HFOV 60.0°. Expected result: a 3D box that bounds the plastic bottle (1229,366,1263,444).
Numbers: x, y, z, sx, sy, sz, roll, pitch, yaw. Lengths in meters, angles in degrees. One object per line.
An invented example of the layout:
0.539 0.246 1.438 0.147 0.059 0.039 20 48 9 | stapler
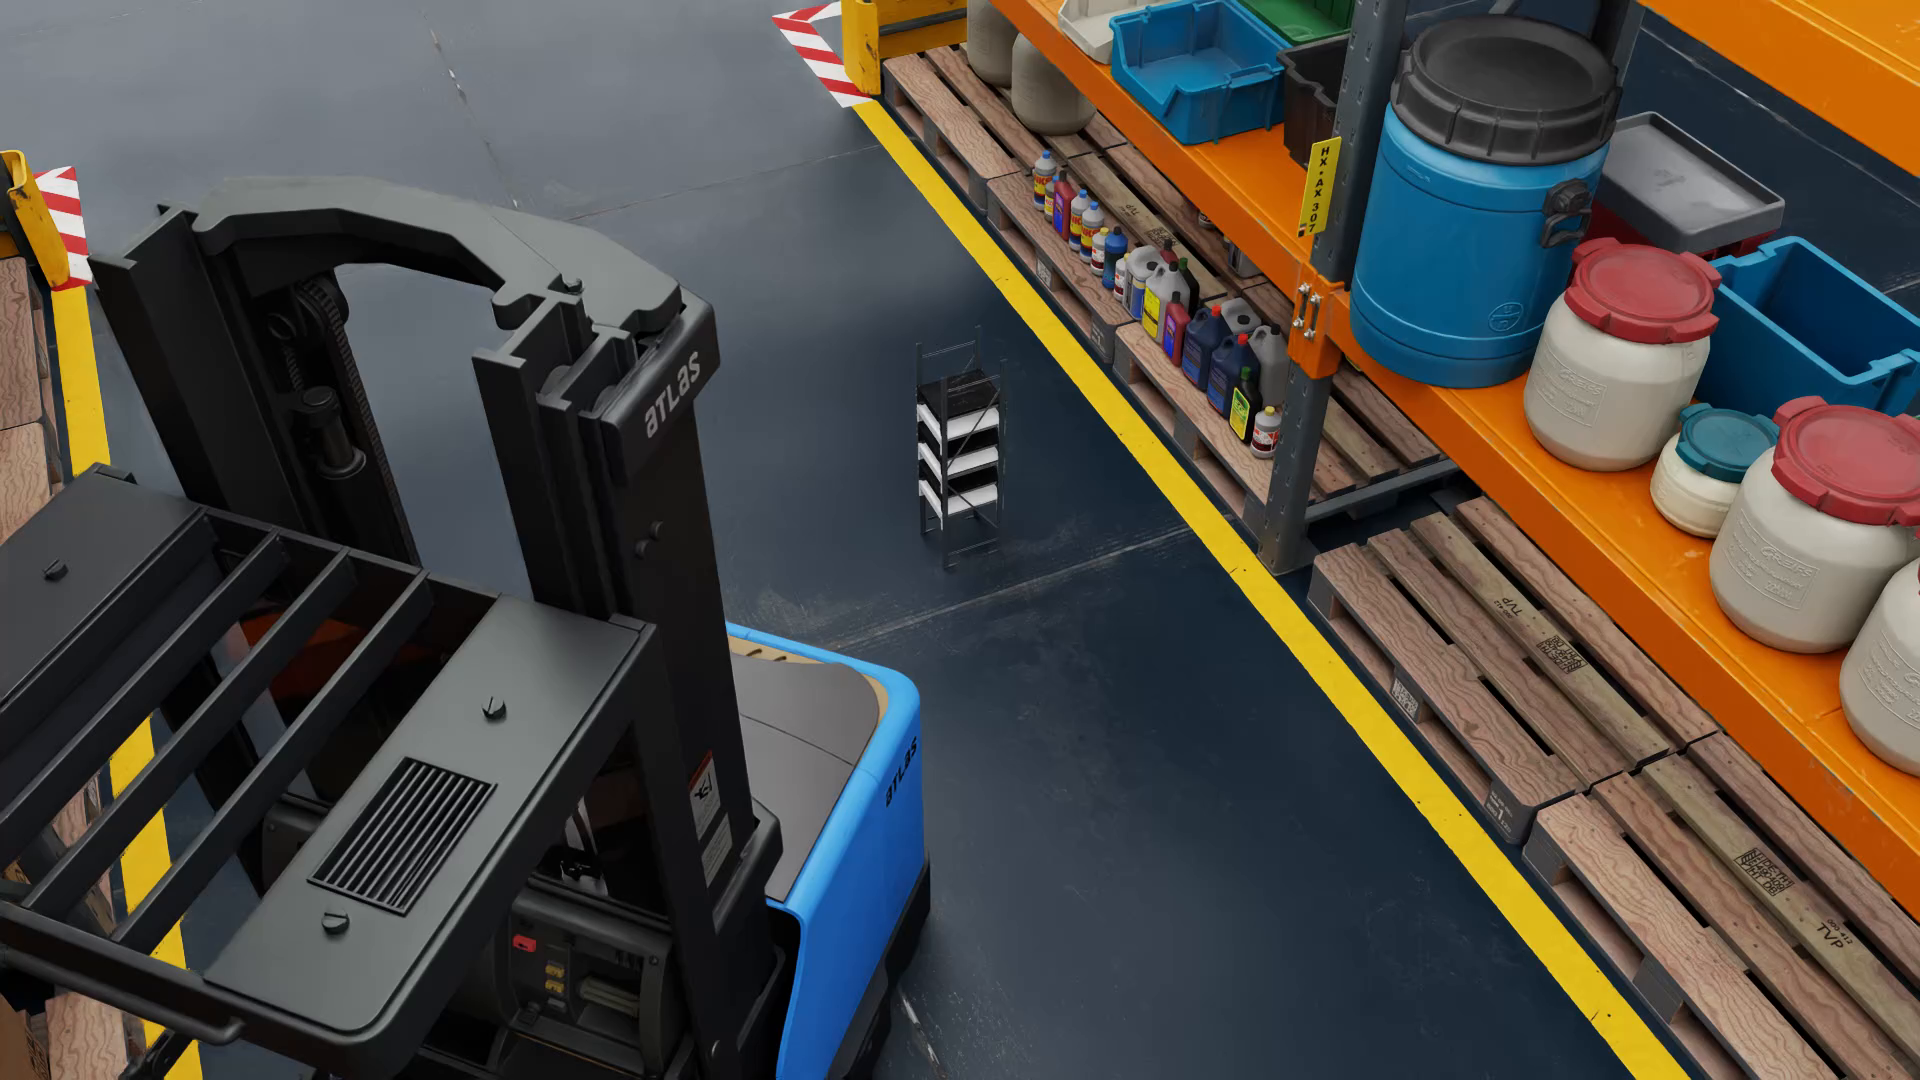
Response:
1.078 -0.510 6.252 0.061 0.283 0.133 -16 47 -15 | plastic bottle

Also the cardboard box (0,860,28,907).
-3.046 0.825 4.759 0.500 0.500 0.500 -19 48 -19 | cardboard box

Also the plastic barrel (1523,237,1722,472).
1.783 -0.485 4.510 0.433 0.535 0.433 0 45 0 | plastic barrel

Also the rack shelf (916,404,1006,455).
0.003 -0.420 5.826 0.258 0.077 0.200 -18 47 -17 | rack shelf

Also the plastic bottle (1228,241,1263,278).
1.235 -1.267 7.024 0.152 0.276 0.135 -18 47 -17 | plastic bottle

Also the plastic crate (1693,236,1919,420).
2.326 -0.495 4.627 0.392 0.384 0.575 -18 47 -17 | plastic crate

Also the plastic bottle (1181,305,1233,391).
0.967 -0.773 6.470 0.144 0.351 0.185 -20 48 -19 | plastic bottle

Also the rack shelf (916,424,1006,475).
0.003 -0.355 5.889 0.258 0.077 0.200 -18 47 -17 | rack shelf

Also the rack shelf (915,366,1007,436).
0.003 -0.484 5.762 0.258 0.077 0.200 -18 47 -17 | rack shelf

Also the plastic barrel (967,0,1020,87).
0.244 -2.528 8.148 0.421 0.512 0.421 0 45 0 | plastic barrel

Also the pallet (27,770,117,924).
-3.228 0.926 5.161 1.003 0.211 1.213 -18 47 -17 | pallet

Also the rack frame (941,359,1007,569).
0.046 -0.250 5.863 0.240 0.900 0.006 -18 47 -17 | rack frame

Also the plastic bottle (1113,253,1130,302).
0.692 -1.097 6.906 0.097 0.201 0.097 0 45 0 | plastic bottle

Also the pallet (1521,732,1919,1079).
2.462 1.149 4.936 1.003 0.211 1.213 -18 47 -17 | pallet

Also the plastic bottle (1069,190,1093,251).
0.522 -1.380 7.142 0.097 0.271 0.097 0 45 0 | plastic bottle

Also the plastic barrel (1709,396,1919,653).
2.092 -0.018 4.036 0.433 0.535 0.433 0 45 0 | plastic barrel

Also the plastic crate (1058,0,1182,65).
0.667 -1.978 6.306 0.530 0.136 0.437 -18 47 -17 | plastic crate

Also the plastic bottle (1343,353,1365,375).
1.587 -0.800 6.546 0.061 0.283 0.133 -18 47 -17 | plastic bottle

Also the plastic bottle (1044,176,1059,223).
0.421 -1.508 7.321 0.097 0.201 0.097 0 45 0 | plastic bottle

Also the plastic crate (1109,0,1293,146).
0.868 -1.684 5.927 0.499 0.251 0.616 -18 47 -17 | plastic crate

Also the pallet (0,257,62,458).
-4.254 -0.629 6.737 1.003 0.211 1.213 -18 47 -17 | pallet

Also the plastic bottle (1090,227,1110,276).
0.606 -1.228 7.038 0.097 0.201 0.097 0 45 0 | plastic bottle

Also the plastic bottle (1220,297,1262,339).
1.091 -0.806 6.557 0.152 0.276 0.135 -18 47 -17 | plastic bottle

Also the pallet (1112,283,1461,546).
1.335 -0.559 6.667 1.003 0.211 1.213 -18 47 -17 | pallet

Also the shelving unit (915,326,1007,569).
0.003 -0.315 5.929 0.258 0.900 0.210 -18 47 -17 | shelving unit

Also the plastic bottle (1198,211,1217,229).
1.102 -1.474 7.288 0.097 0.201 0.097 0 45 0 | plastic bottle

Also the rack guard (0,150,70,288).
-4.564 -1.260 7.171 1.175 0.500 0.348 -18 47 -17 | rack guard

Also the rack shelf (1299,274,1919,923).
2.421 0.419 4.202 1.077 0.370 4.000 -18 47 -17 | rack shelf

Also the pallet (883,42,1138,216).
0.309 -2.114 8.242 1.003 0.211 1.213 -18 47 -17 | pallet

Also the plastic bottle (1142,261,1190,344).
0.831 -0.979 6.679 0.144 0.351 0.185 -18 47 -18 | plastic bottle

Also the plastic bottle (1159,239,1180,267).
0.863 -1.091 6.841 0.061 0.283 0.133 -18 47 -17 | plastic bottle

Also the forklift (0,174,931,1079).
-1.082 0.930 3.220 1.130 2.935 3.031 15 46 14 | forklift

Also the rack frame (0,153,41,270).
-4.596 -2.198 6.342 1.000 3.000 0.127 -18 47 -17 | rack frame

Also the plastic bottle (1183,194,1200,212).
1.053 -1.609 7.366 0.061 0.283 0.133 -18 47 -17 | plastic bottle

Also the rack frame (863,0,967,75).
-0.102 -3.661 7.824 1.000 3.000 0.127 -18 47 -17 | rack frame
